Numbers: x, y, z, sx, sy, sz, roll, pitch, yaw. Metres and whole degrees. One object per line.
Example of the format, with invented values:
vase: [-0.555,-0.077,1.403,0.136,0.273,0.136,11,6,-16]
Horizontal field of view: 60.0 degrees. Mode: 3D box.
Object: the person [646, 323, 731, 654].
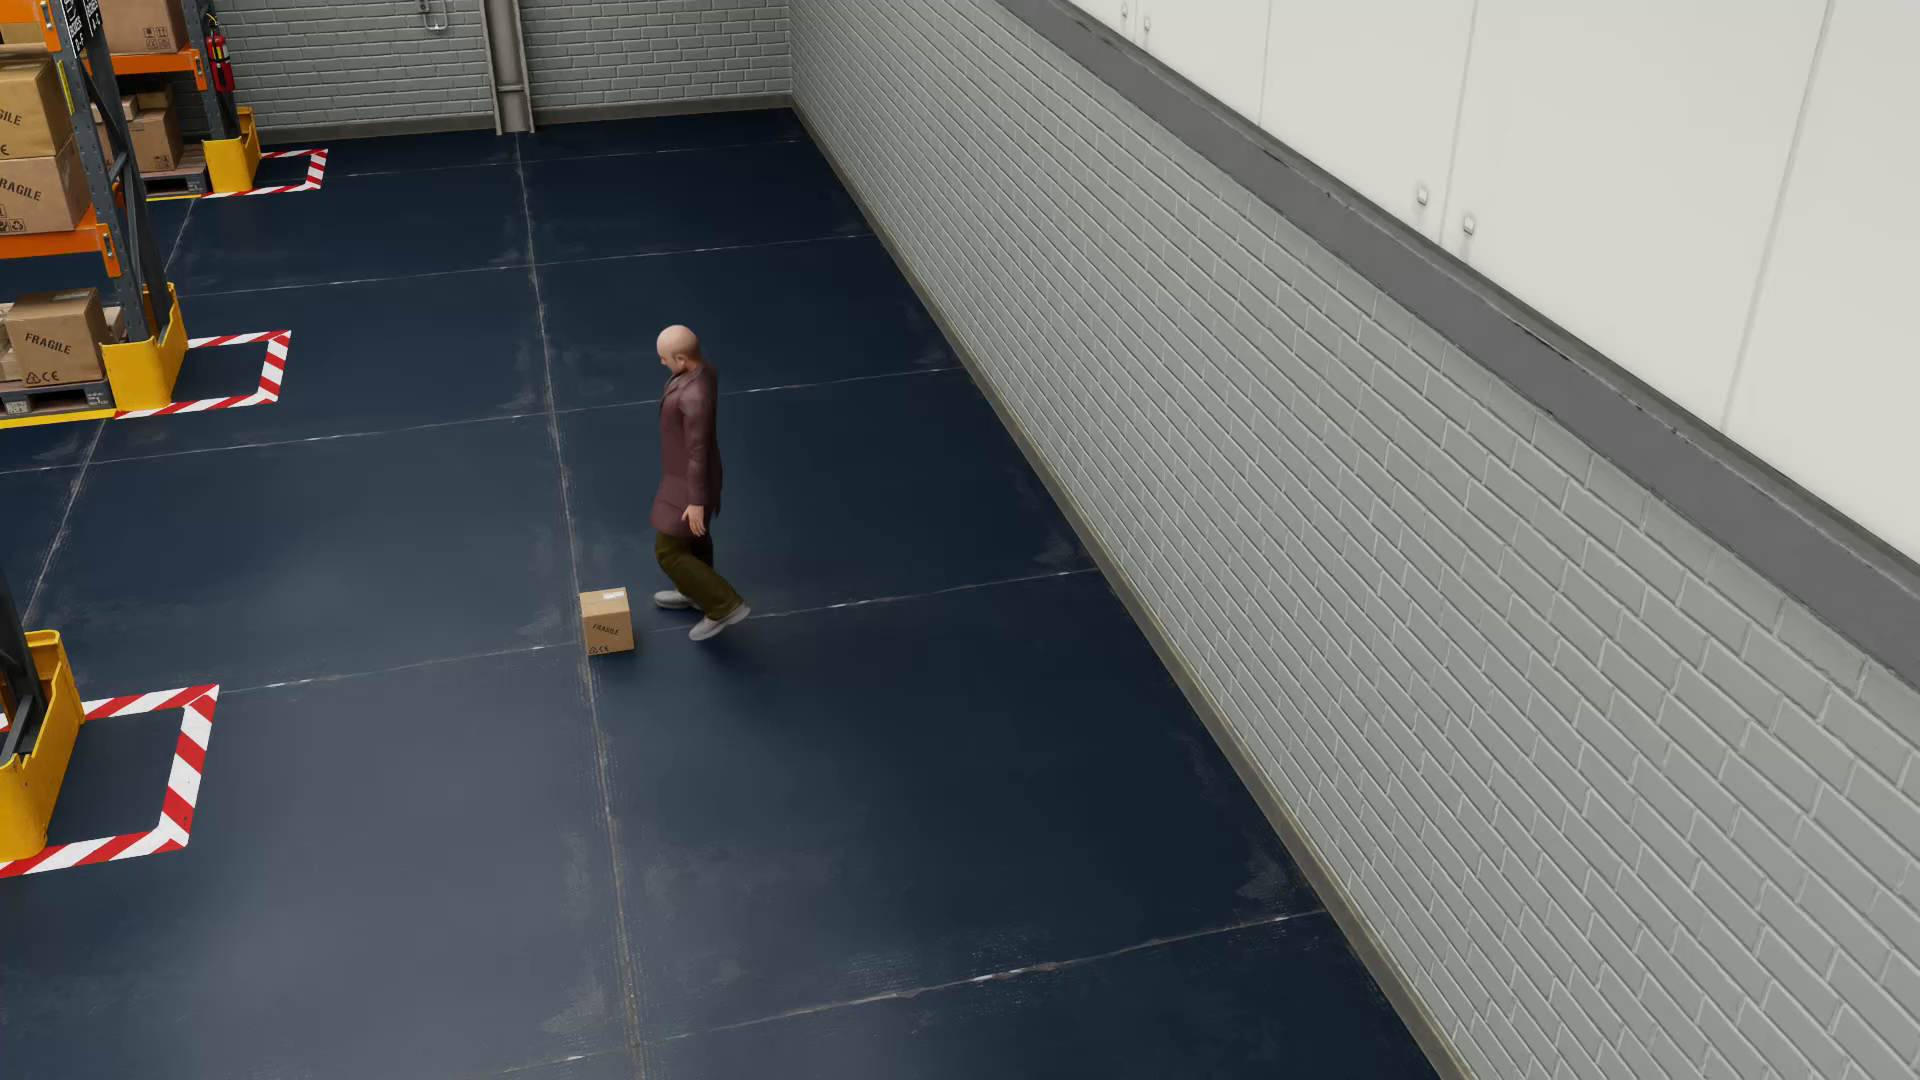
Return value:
person: [-1.489,-0.284,8.747,0.486,1.812,0.678,-4,30,-8]
